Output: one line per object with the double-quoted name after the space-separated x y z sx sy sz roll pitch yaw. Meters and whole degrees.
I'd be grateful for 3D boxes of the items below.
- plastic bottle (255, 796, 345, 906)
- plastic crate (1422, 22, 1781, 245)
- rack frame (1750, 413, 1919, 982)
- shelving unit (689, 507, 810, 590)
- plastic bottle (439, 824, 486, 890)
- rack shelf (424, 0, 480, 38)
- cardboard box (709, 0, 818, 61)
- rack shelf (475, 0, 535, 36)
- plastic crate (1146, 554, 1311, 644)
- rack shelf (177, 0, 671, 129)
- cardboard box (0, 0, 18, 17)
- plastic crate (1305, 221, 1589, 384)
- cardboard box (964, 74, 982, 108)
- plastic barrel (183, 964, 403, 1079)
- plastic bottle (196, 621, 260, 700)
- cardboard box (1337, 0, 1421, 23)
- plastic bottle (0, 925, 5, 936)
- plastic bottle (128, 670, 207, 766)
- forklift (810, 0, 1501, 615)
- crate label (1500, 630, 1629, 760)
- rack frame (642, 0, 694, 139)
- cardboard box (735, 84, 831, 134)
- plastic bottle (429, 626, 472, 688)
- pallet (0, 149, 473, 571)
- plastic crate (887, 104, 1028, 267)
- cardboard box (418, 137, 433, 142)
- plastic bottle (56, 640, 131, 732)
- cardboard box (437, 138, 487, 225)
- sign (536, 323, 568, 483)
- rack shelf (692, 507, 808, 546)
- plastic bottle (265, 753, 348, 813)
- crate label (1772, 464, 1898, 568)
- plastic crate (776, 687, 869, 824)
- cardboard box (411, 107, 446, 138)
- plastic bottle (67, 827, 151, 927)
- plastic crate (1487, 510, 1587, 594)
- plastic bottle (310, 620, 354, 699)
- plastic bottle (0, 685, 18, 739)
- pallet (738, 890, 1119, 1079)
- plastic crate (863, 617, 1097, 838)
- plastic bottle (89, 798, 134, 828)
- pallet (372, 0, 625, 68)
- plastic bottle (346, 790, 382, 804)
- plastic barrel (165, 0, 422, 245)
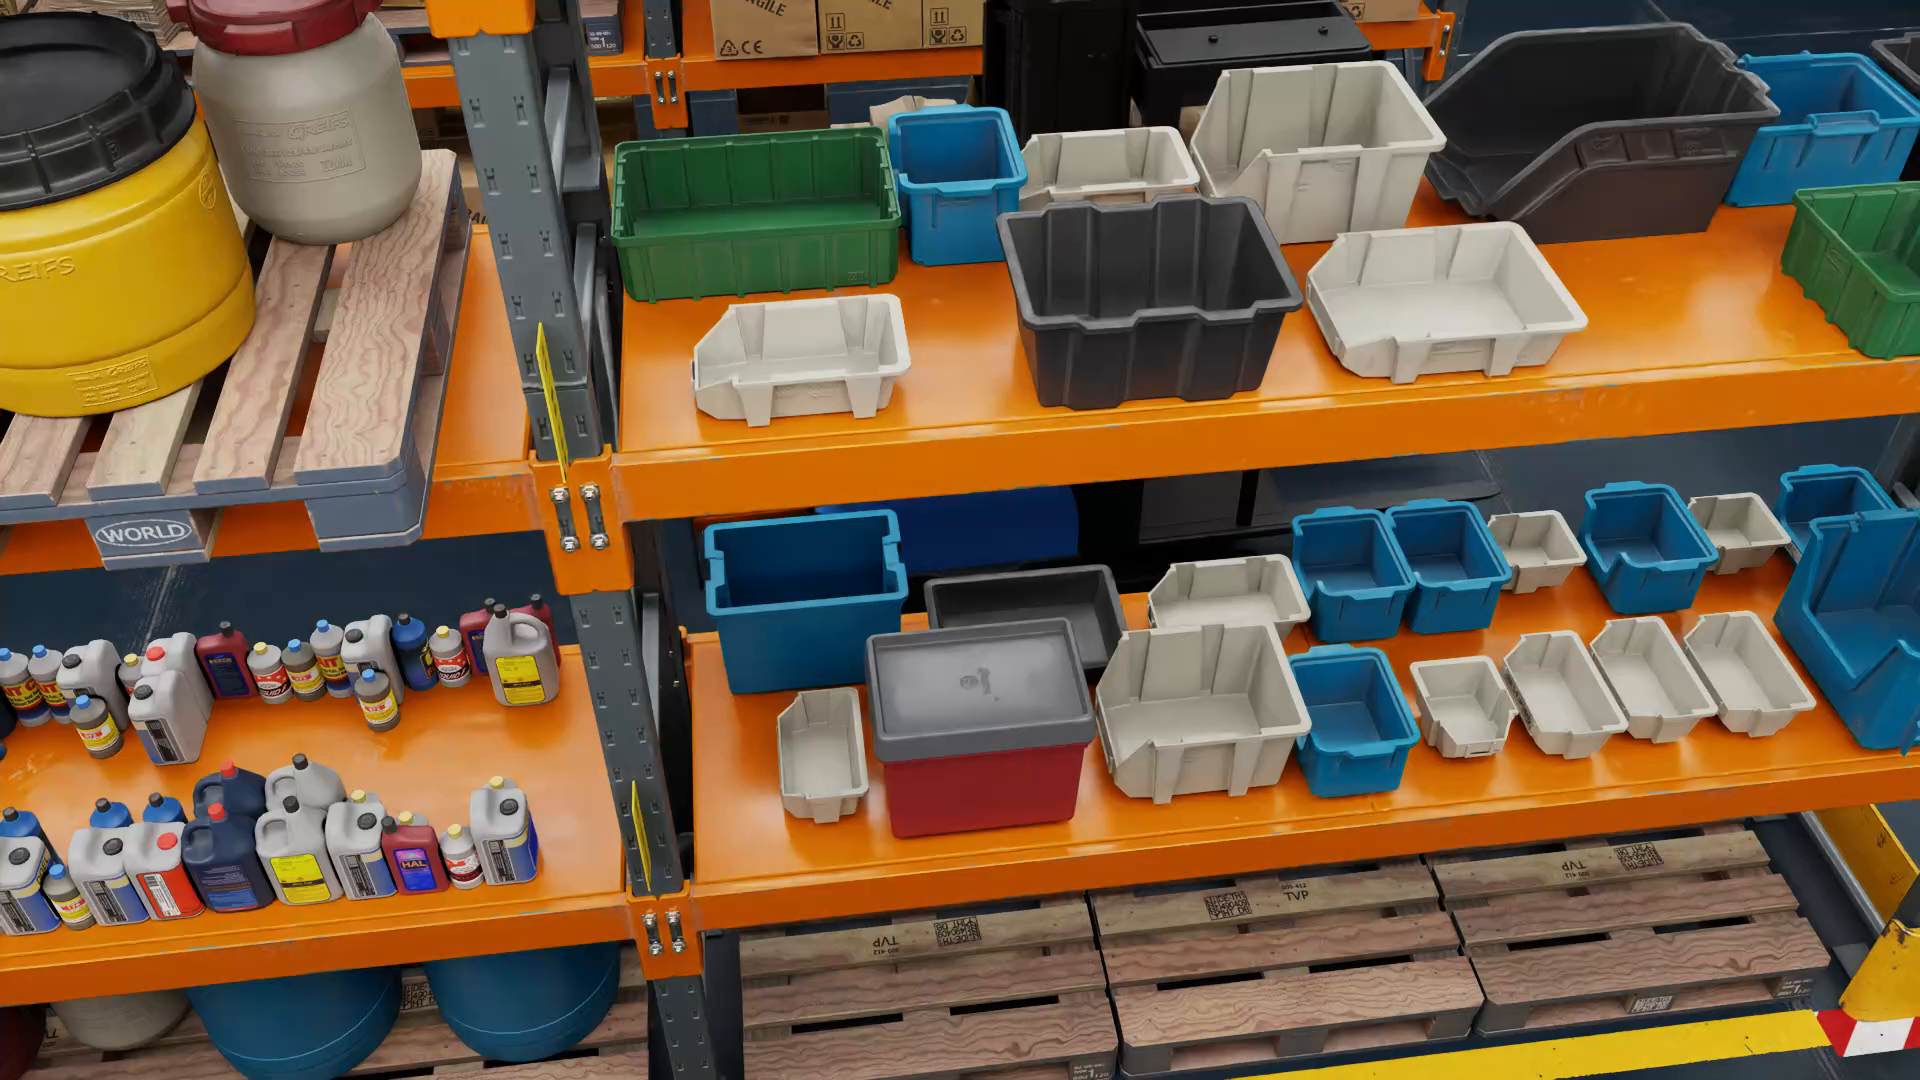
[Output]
-1.740 0.801 4.375 0.185 0.351 0.144 -5 42 -6 "plastic bottle"
1.544 -1.003 4.144 0.767 0.338 0.504 -5 42 -6 "plastic crate"
3.095 0.138 5.073 0.127 3.000 1.000 -5 42 -6 "rack frame"
-0.902 -0.334 6.940 0.503 1.200 0.258 -6 42 -7 "shelving unit"
-1.332 0.836 4.447 0.097 0.201 0.097 0 42 0 "plastic bottle"
-2.854 -1.153 2.861 4.000 0.370 1.077 -5 42 -6 "rack shelf"
-0.969 -2.705 8.150 0.500 0.500 0.500 -4 42 -4 "cardboard box"
1.112 -1.501 3.246 4.000 0.370 1.077 -5 42 -6 "rack shelf"
0.816 0.210 5.145 0.466 0.136 0.293 -5 42 -6 "plastic crate"
-3.493 -2.364 8.384 4.000 0.370 1.077 -5 42 -6 "rack shelf"
-4.866 -2.780 7.920 0.500 0.500 0.700 -19 45 -20 "cardboard box"
1.078 -0.534 3.775 0.530 0.136 0.437 -5 42 -6 "plastic crate"
0.352 -2.208 9.209 0.637 0.503 0.797 -5 42 -6 "cardboard box"
-2.115 1.206 5.142 0.708 0.901 0.600 -5 42 -6 "plastic barrel"
-2.171 0.354 4.920 0.133 0.283 0.061 -5 42 -6 "plastic bottle"
2.048 -2.970 8.443 0.500 0.500 0.500 -4 42 -4 "cardboard box"
-2.557 0.943 4.328 0.097 0.201 0.097 0 42 0 "plastic bottle"
-2.278 0.500 4.764 0.135 0.276 0.152 -5 42 -6 "plastic bottle"
0.850 -1.185 6.590 3.031 2.935 1.130 -6 42 -7 "forklift"
1.748 0.461 4.867 0.243 0.136 0.396 -5 42 -6 "crate label"
-1.510 -2.805 8.335 0.127 3.000 1.000 -5 42 -6 "rack frame"
-0.982 -2.278 9.289 0.500 0.500 0.500 -5 42 -6 "cardboard box"
-1.534 0.341 4.996 0.097 0.201 0.097 0 42 0 "plastic bottle"
-1.636 -0.426 3.599 1.003 0.211 1.213 -5 42 -6 "pallet"
-0.010 -0.858 4.062 0.300 0.233 0.416 -5 42 -6 "plastic crate"
-3.045 -2.068 9.056 0.500 0.500 0.500 -5 42 -5 "cardboard box"
-2.528 0.419 4.854 0.135 0.276 0.152 -5 42 -6 "plastic bottle"
-2.453 -1.769 8.725 0.500 0.500 0.500 -5 42 -5 "cardboard box"
-0.802 -0.266 3.275 0.005 0.325 0.100 -5 42 -6 "sign"
-0.902 -0.137 7.118 0.480 0.148 0.258 -6 42 -7 "rack shelf"
-1.759 0.705 4.481 0.185 0.351 0.144 -5 42 -6 "plastic bottle"
2.807 -0.019 5.327 0.303 0.233 0.416 -5 42 -6 "crate label"
-0.391 0.615 4.695 0.243 0.136 0.396 -5 42 -6 "plastic crate"
-3.013 -2.351 8.810 0.500 0.250 0.500 -5 42 -5 "cardboard box"
-2.216 0.867 4.357 0.135 0.276 0.152 -5 42 -6 "plastic bottle"
1.806 0.048 5.324 0.298 0.136 0.250 -5 42 -6 "plastic crate"
-1.861 0.344 4.940 0.097 0.271 0.097 0 42 0 "plastic bottle"
-2.880 0.419 4.797 0.185 0.351 0.144 -5 42 -6 "plastic bottle"
-0.147 1.431 5.721 1.213 0.211 1.003 -5 42 -6 "pallet"
0.047 0.528 4.547 0.583 0.464 0.402 -5 42 -6 "plastic crate"
-2.251 0.788 4.448 0.097 0.271 0.097 0 42 0 "plastic bottle"
-2.316 -2.737 8.403 1.213 0.211 1.003 -5 42 -6 "pallet"
-1.617 0.758 4.533 0.097 0.201 0.097 0 42 0 "plastic bottle"
-1.426 -0.956 3.631 0.433 0.535 0.433 0 42 0 "plastic barrel"
